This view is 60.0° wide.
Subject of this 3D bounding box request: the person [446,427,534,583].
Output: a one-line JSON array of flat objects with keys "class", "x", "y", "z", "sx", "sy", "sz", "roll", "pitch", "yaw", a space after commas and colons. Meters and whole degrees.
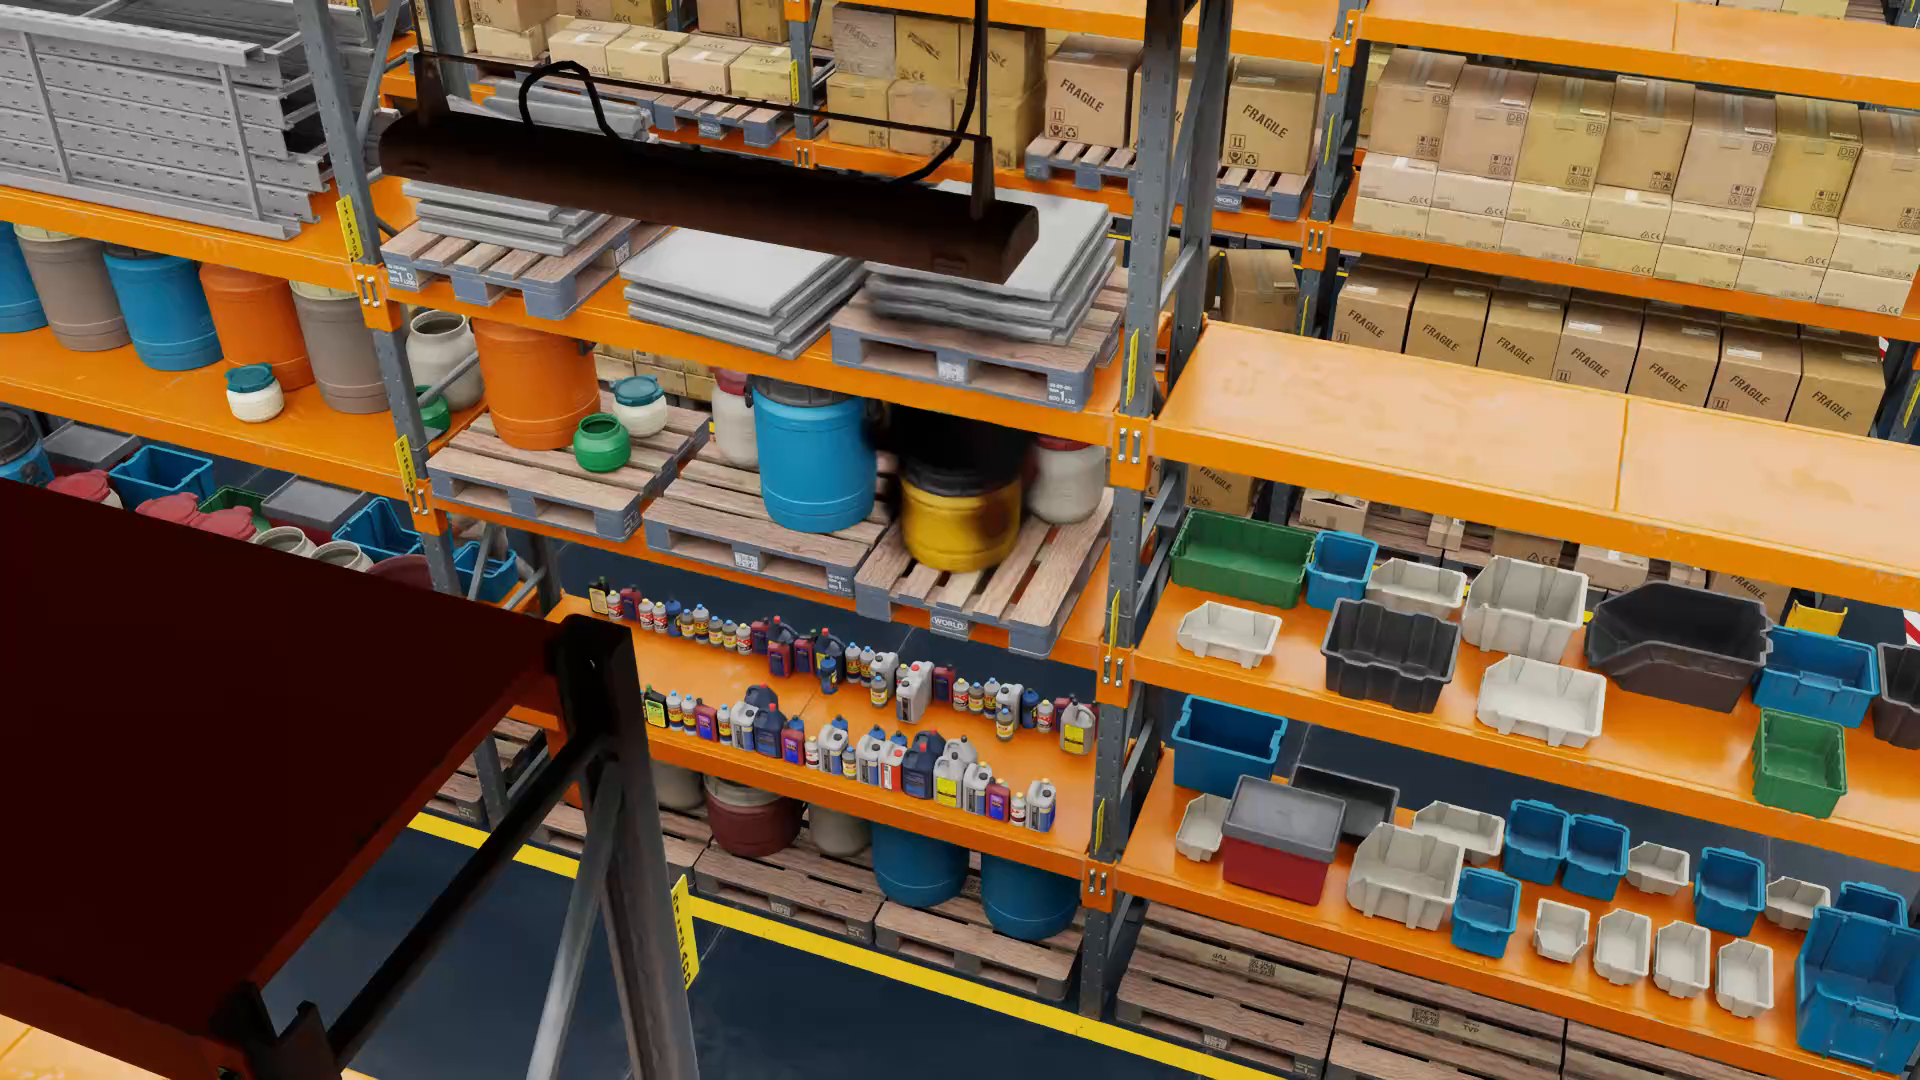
[{"class": "person", "x": -3.498, "y": -0.134, "z": 12.051, "sx": 0.971, "sy": 1.756, "sz": 0.658, "roll": 11, "pitch": 38, "yaw": 15}]
